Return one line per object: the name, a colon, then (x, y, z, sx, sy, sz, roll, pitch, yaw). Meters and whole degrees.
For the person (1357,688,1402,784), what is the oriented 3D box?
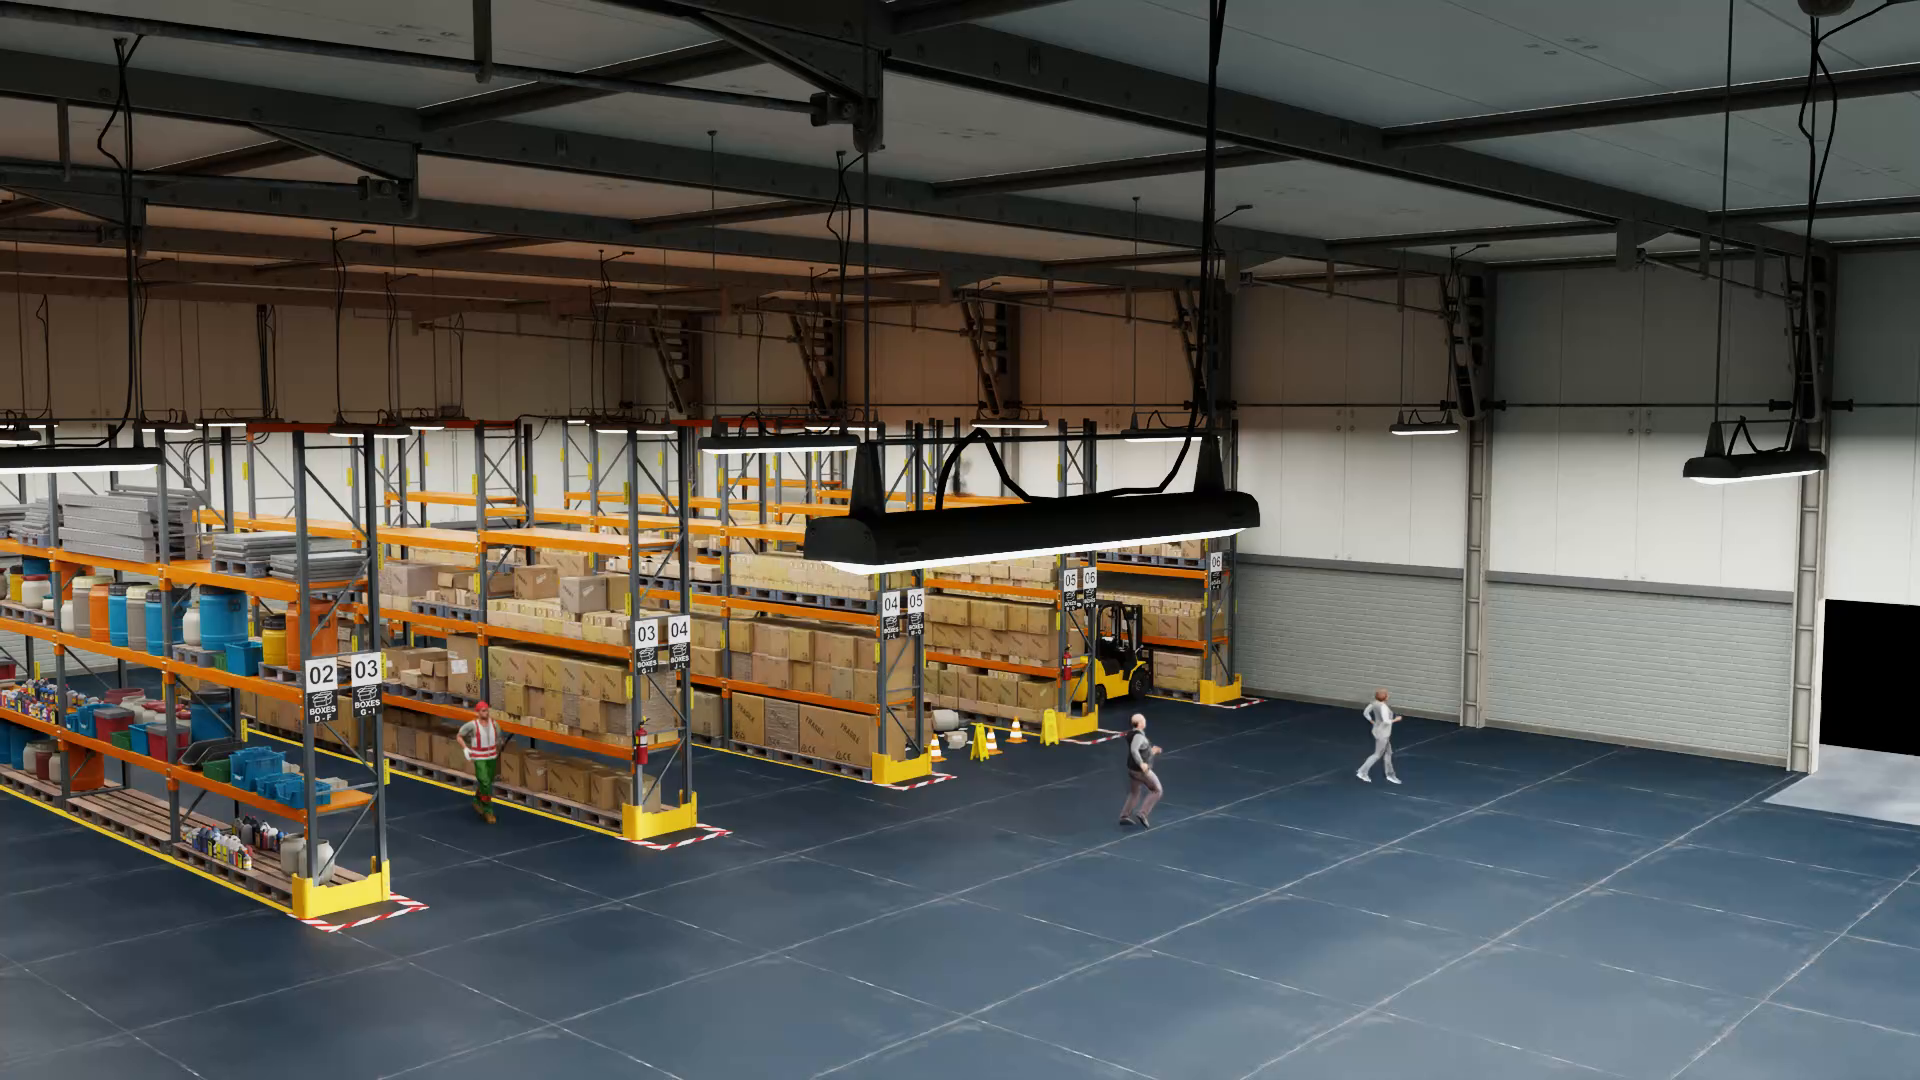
person: (6.968, 3.261, 27.562, 0.787, 1.623, 0.526, 0, 5, -2)

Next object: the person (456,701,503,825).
person: (-7.260, 3.359, 25.337, 0.814, 1.823, 0.640, 4, 6, 41)

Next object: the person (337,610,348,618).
person: (-14.473, 2.402, 38.496, 0.691, 1.604, 0.526, 2, 5, 27)

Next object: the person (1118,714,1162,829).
person: (2.709, 3.452, 24.813, 0.693, 1.710, 0.629, -2, 5, -19)
